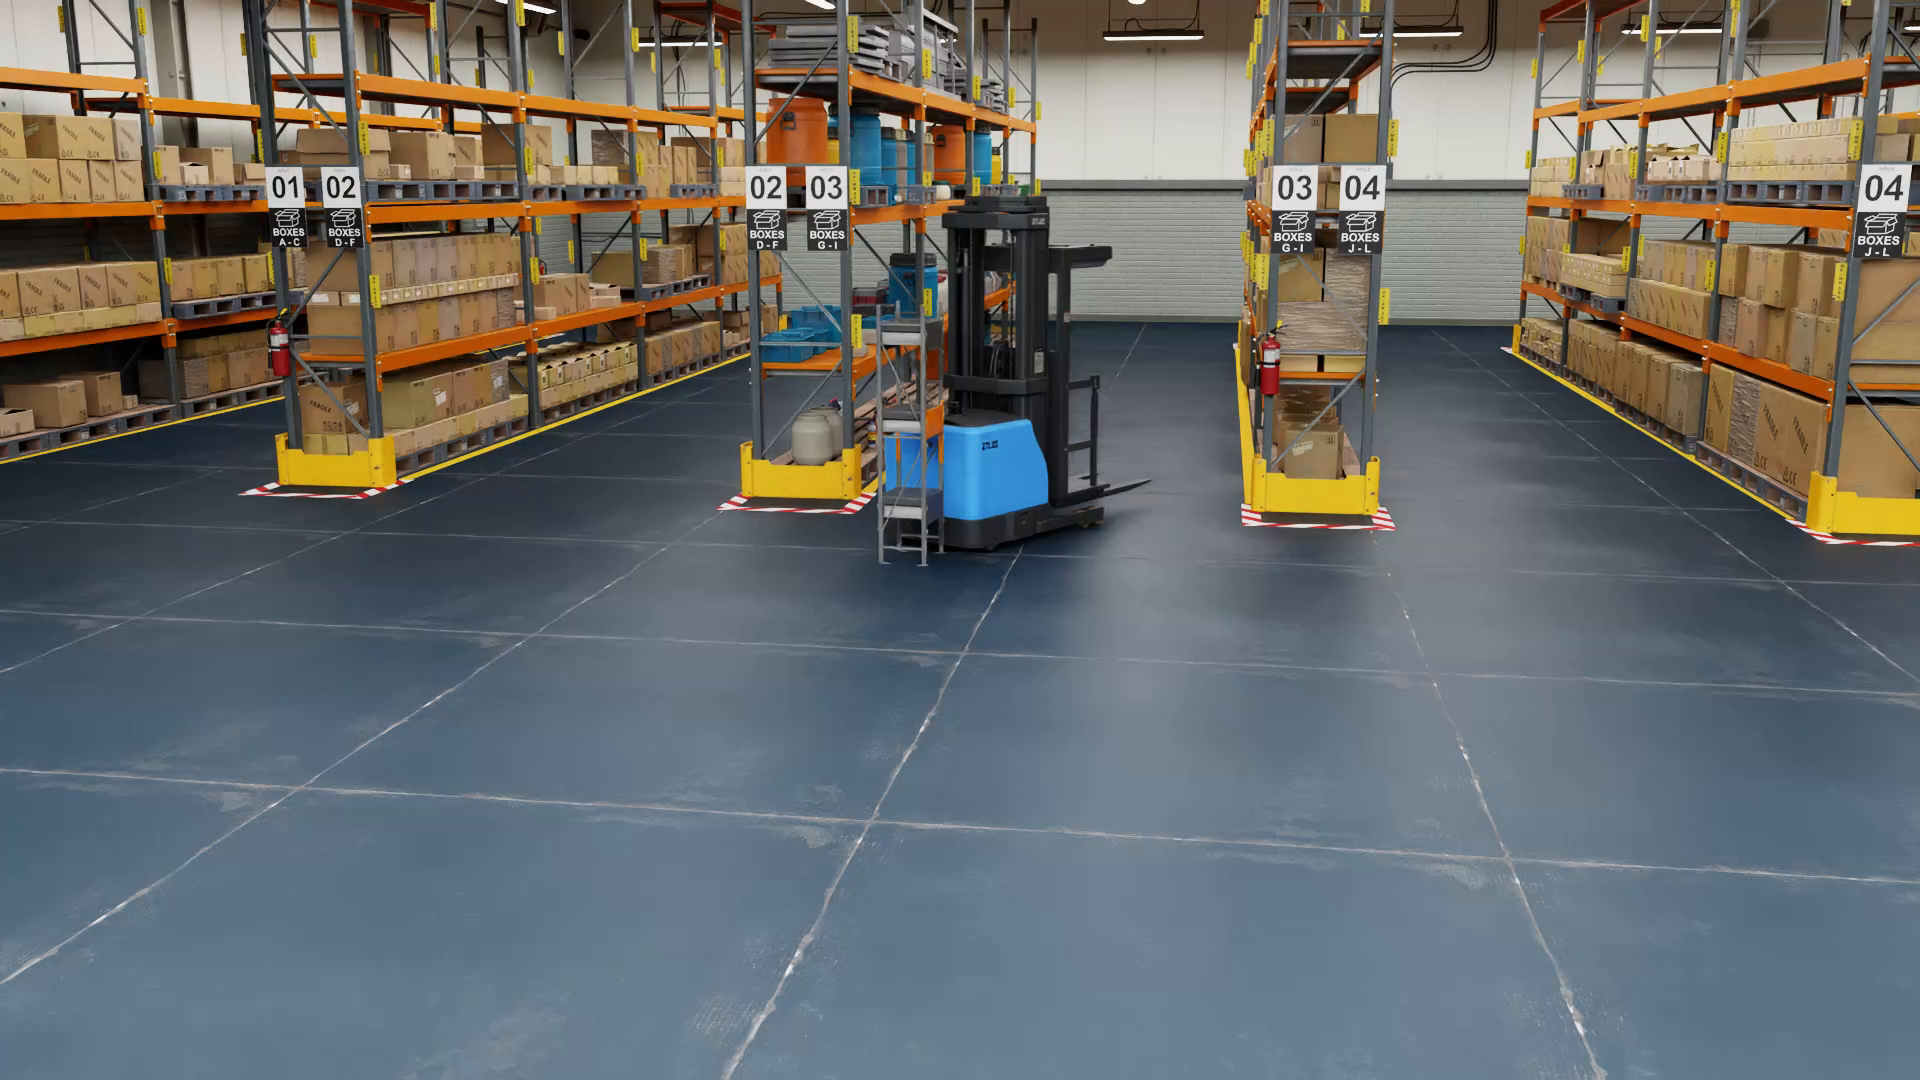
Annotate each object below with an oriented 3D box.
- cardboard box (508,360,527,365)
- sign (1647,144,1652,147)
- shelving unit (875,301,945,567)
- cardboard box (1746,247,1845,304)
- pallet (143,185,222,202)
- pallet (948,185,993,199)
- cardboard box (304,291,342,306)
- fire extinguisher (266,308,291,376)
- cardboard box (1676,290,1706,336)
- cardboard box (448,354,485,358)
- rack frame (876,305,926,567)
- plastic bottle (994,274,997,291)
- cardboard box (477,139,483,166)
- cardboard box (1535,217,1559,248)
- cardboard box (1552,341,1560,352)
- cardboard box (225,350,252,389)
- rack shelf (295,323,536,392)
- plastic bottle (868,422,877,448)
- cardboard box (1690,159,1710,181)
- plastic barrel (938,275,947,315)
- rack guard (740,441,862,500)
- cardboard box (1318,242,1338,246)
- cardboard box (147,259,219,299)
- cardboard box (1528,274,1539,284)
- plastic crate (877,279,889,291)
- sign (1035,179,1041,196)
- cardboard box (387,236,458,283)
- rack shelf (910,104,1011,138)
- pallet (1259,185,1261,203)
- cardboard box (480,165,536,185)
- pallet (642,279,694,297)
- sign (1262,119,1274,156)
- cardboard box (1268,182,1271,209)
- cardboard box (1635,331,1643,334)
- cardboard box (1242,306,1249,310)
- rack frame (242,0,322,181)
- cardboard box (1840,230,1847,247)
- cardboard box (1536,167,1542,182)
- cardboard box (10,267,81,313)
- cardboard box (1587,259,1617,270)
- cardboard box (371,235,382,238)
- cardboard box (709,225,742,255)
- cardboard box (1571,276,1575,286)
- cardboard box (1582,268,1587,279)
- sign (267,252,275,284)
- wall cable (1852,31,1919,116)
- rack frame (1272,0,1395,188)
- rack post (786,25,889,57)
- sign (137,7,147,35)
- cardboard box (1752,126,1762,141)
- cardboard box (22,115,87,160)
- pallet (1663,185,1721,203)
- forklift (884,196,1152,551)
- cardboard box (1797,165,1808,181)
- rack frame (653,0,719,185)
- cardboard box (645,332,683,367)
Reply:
[{"bbox_3d":[-5.969,-2.231,21.923,0.500,0.311,0.500,2,12,10],"label":"cardboard box"},{"bbox_3d":[10.630,-5.949,25.698,0.100,0.325,0.005,2,12,9],"label":"sign"},{"bbox_3d":[-0.400,-0.870,13.544,0.431,2.100,0.503,3,13,16],"label":"shelving unit"},{"bbox_3d":[8.572,-2.689,16.932,0.875,0.550,0.550,2,12,9],"label":"cardboard box"},{"bbox_3d":[-10.517,-4.553,21.824,1.213,0.211,1.003,2,12,9],"label":"pallet"},{"bbox_3d":[-0.099,-5.095,24.342,1.003,0.211,1.213,2,12,9],"label":"pallet"},{"bbox_3d":[-6.567,-2.512,17.254,0.380,0.149,0.250,2,12,8],"label":"cardboard box"},{"bbox_3d":[-6.914,-2.013,16.899,0.296,0.674,0.183,2,12,9],"label":"fire extinguisher"},{"bbox_3d":[8.745,-2.661,19.484,0.500,0.500,0.500,2,12,8],"label":"cardboard box"},{"bbox_3d":[-6.203,-2.035,20.564,0.500,0.500,0.500,2,12,9],"label":"cardboard box"},{"bbox_3d":[-0.468,-0.820,13.315,0.400,2.100,0.015,3,13,16],"label":"rack frame"},{"bbox_3d":[0.570,-4.198,27.130,0.061,0.283,0.133,2,12,9],"label":"plastic bottle"},{"bbox_3d":[-8.957,-7.082,30.455,0.500,0.500,0.500,2,12,9],"label":"cardboard box"},{"bbox_3d":[10.192,-5.273,28.525,0.500,0.500,0.500,2,12,7],"label":"cardboard box"},{"bbox_3d":[9.845,-3.145,27.030,0.380,0.149,0.250,1,12,6],"label":"cardboard box"},{"bbox_3d":[-10.472,-2.414,23.464,0.700,0.500,0.500,2,12,9],"label":"cardboard box"},{"bbox_3d":[-6.130,-2.125,18.943,1.077,0.370,4.000,2,12,9],"label":"rack shelf"},{"bbox_3d":[-0.957,-1.148,18.132,0.097,0.271,0.097,0,12,0],"label":"plastic bottle"},{"bbox_3d":[8.824,-4.301,19.333,0.500,0.250,0.500,2,12,8],"label":"cardboard box"},{"bbox_3d":[-0.385,-3.233,22.054,0.433,0.535,0.433,0,12,0],"label":"plastic barrel"},{"bbox_3d":[-1.578,-0.695,16.530,1.175,0.500,0.348,2,12,9],"label":"rack guard"},{"bbox_3d":[3.864,-2.736,16.750,0.500,0.500,0.500,2,12,9],"label":"cardboard box"},{"bbox_3d":[-10.512,-3.538,22.508,0.700,0.500,0.500,3,13,14],"label":"cardboard box"},{"bbox_3d":[10.231,-4.600,29.312,0.380,0.149,0.250,2,12,7],"label":"cardboard box"},{"bbox_3d":[-0.864,-3.269,22.392,0.402,0.464,0.583,2,12,9],"label":"plastic crate"},{"bbox_3d":[1.463,-6.631,31.269,0.100,0.325,0.005,2,12,9],"label":"sign"},{"bbox_3d":[-6.116,-3.170,18.768,0.700,0.500,0.500,2,12,9],"label":"cardboard box"},{"bbox_3d":[-0.006,-6.366,25.332,1.077,0.370,4.000,2,12,9],"label":"rack shelf"},{"bbox_3d":[4.322,-4.287,20.592,1.213,0.211,1.003,2,12,9],"label":"pallet"},{"bbox_3d":[-5.718,-4.620,21.048,0.500,0.250,0.500,3,13,15],"label":"cardboard box"},{"bbox_3d":[-4.912,-4.037,26.562,1.003,0.211,1.213,2,12,9],"label":"pallet"},{"bbox_3d":[2.805,-3.660,15.135,0.100,0.325,0.005,2,12,9],"label":"sign"},{"bbox_3d":[3.248,-3.344,16.128,0.500,0.250,0.500,2,12,9],"label":"cardboard box"},{"bbox_3d":[9.890,-2.814,23.586,0.500,0.250,0.500,2,12,8],"label":"cardboard box"},{"bbox_3d":[5.117,-3.270,26.591,1.225,0.875,0.875,2,12,9],"label":"cardboard box"},{"bbox_3d":[-10.102,-6.818,24.771,1.000,3.000,0.127,2,12,9],"label":"rack frame"},{"bbox_3d":[15.104,-4.980,27.872,0.500,0.500,0.500,2,12,8],"label":"cardboard box"},{"bbox_3d":[10.293,-6.334,28.811,0.500,0.250,0.500,2,12,8],"label":"cardboard box"},{"bbox_3d":[-10.723,-2.931,19.501,0.500,0.500,0.500,2,12,10],"label":"cardboard box"},{"bbox_3d":[9.290,-3.982,24.037,0.380,0.149,0.250,2,12,11],"label":"cardboard box"},{"bbox_3d":[-9.623,-4.759,26.683,0.500,0.250,0.500,2,12,9],"label":"cardboard box"},{"bbox_3d":[-4.162,-5.293,29.321,0.500,0.500,0.500,1,12,7],"label":"cardboard box"},{"bbox_3d":[9.448,-3.908,25.109,0.380,0.149,0.250,2,12,9],"label":"cardboard box"},{"bbox_3d":[9.328,-3.890,24.318,0.380,0.149,0.250,2,12,8],"label":"cardboard box"},{"bbox_3d":[-6.971,-2.763,16.883,0.100,0.325,0.005,2,12,9],"label":"sign"},{"bbox_3d":[19.689,-8.770,33.737,2.988,3.039,0.133,2,12,9],"label":"wall cable"},{"bbox_3d":[3.351,-4.672,14.810,1.000,3.000,0.127,2,12,9],"label":"rack frame"},{"bbox_3d":[-1.276,-5.199,17.439,0.937,0.300,0.954,2,12,8],"label":"rack post"},{"bbox_3d":[-10.184,-6.460,20.702,0.100,0.325,0.005,2,12,9],"label":"sign"},{"bbox_3d":[8.343,-4.154,16.997,0.380,0.149,0.250,2,12,8],"label":"cardboard box"},{"bbox_3d":[-10.670,-4.730,19.544,0.500,0.500,0.500,1,12,7],"label":"cardboard box"},{"bbox_3d":[9.251,-4.228,20.319,1.003,0.211,1.213,2,12,11],"label":"pallet"},{"bbox_3d":[0.657,-1.597,14.945,1.130,2.935,3.031,10,15,38],"label":"forklift"},{"bbox_3d":[8.109,-3.447,15.610,0.380,0.149,0.250,2,12,8],"label":"cardboard box"},{"bbox_3d":[-4.592,-7.491,27.894,1.000,3.000,0.127,2,12,9],"label":"rack frame"},{"bbox_3d":[-4.697,-3.018,26.266,0.500,0.500,0.500,2,12,8],"label":"cardboard box"}]
